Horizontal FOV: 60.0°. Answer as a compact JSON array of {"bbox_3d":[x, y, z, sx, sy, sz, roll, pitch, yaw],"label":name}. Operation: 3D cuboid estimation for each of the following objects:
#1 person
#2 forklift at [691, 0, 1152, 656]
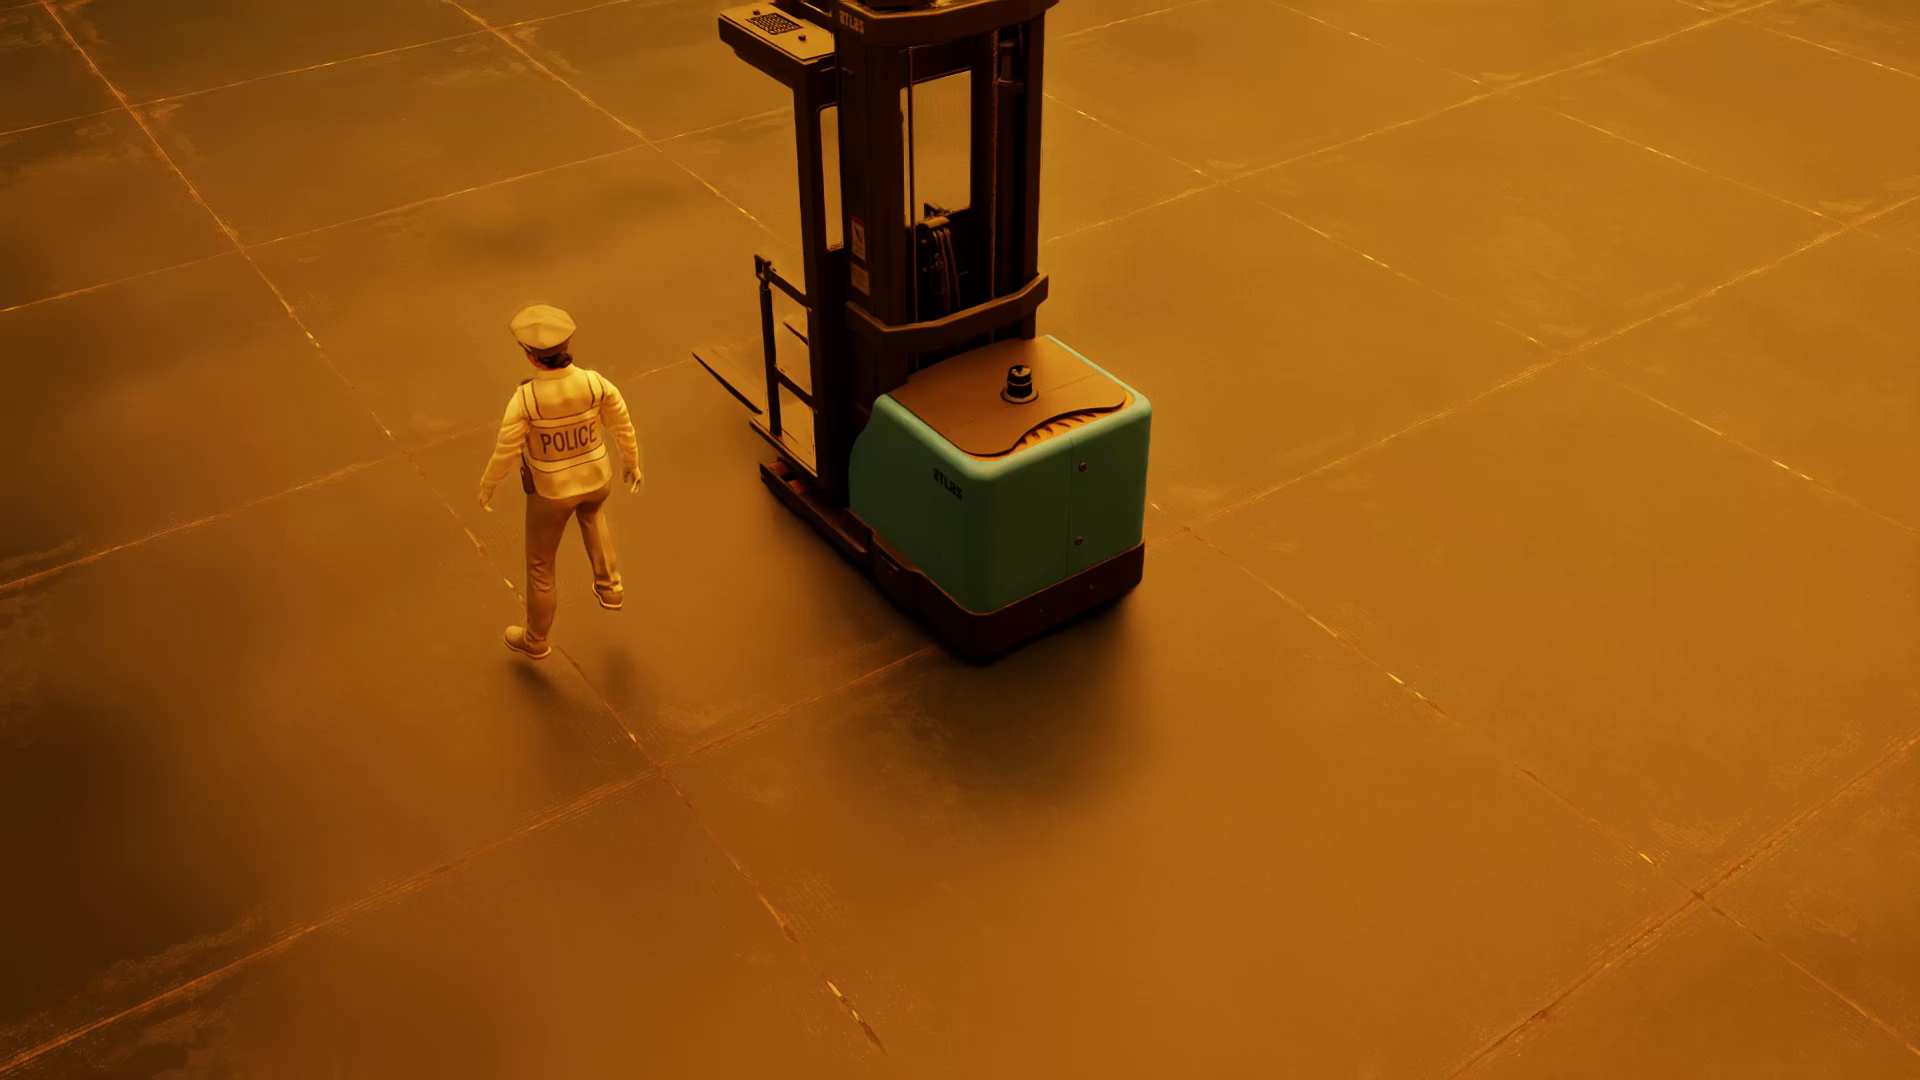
[{"bbox_3d":[-1.741,-0.260,7.235,0.707,1.665,0.439,-22,42,-27],"label":"person"},{"bbox_3d":[-0.387,-1.480,7.947,1.130,2.935,3.031,-23,42,-28],"label":"forklift"}]
